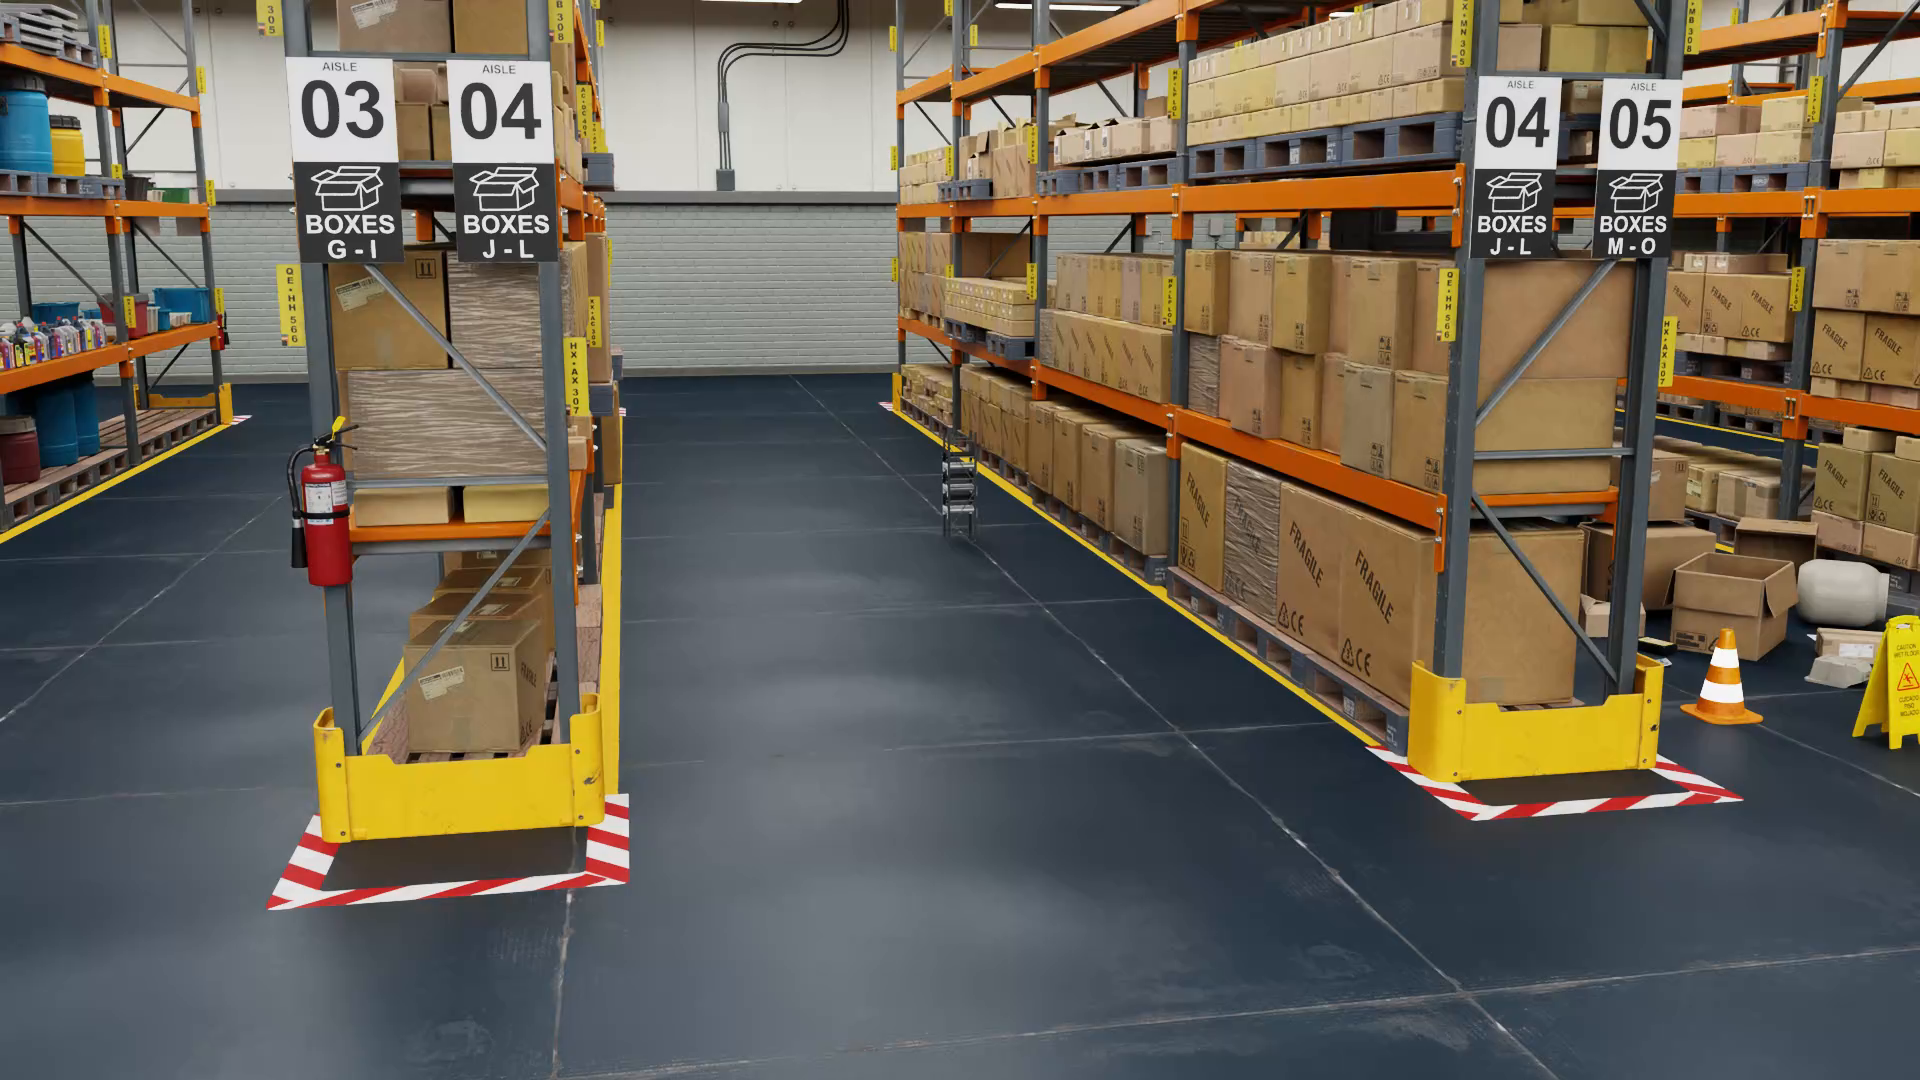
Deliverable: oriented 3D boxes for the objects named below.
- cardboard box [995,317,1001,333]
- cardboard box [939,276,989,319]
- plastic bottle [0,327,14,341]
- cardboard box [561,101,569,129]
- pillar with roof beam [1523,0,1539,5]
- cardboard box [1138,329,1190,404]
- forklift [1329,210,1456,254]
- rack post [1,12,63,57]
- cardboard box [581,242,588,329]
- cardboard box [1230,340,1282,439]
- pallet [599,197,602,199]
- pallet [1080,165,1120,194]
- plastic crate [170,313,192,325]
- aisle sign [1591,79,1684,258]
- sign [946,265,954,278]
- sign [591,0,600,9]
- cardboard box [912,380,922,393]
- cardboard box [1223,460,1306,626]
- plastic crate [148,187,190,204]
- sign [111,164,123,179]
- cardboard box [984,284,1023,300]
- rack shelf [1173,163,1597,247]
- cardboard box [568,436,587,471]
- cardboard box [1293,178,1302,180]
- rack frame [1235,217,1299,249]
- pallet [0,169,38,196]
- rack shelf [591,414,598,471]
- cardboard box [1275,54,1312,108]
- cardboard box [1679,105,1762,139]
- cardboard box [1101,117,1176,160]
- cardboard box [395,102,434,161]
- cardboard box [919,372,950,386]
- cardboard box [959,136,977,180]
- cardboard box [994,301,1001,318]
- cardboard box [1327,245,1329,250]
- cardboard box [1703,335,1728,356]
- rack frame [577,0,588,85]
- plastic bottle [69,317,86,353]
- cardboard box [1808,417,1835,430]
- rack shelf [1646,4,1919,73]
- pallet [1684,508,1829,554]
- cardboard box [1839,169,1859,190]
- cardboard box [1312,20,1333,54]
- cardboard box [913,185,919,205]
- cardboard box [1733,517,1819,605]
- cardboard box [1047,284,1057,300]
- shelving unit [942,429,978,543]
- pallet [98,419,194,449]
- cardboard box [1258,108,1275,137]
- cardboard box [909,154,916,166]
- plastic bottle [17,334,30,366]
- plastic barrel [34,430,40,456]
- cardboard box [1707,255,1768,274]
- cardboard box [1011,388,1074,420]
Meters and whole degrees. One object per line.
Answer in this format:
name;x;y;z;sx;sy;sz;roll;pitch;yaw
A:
cardboard box;0.549;-2.114;16.328;0.380;0.149;0.250;-2;11;-10
cardboard box;0.044;-2.872;19.699;0.500;0.500;0.500;-2;11;-11
plastic bottle;-9.283;-1.932;16.157;0.152;0.276;0.135;-2;11;-11
cardboard box;-2.306;-2.274;8.934;0.380;0.149;0.250;-2;11;-8
pillar with roof beam;5.478;-7.029;26.560;9.100;9.000;0.548;-2;11;-11
cardboard box;1.607;-1.266;12.057;0.500;0.500;0.500;-2;11;-11
forklift;3.734;-1.436;13.402;3.031;2.935;1.130;5;12;25
rack post;-8.810;-4.591;15.087;0.937;0.300;0.954;-1;11;-5
cardboard box;-2.458;-1.491;9.771;0.500;0.500;0.500;-2;11;-11
cardboard box;2.173;-0.934;10.179;0.875;0.550;0.550;-2;11;-11
pallet;-4.619;-4.017;18.992;1.003;0.211;1.213;-2;11;-11
pallet;1.591;-2.924;13.519;1.003;0.211;1.213;-2;11;-8
plastic crate;-9.770;-2.747;20.649;0.396;0.136;0.243;-2;11;-11
aisle sign;3.057;-1.672;7.506;0.394;0.787;0.004;-2;11;-11
sign;-0.116;-3.002;19.132;0.100;0.325;0.005;-2;11;-11
sign;-3.940;-5.903;17.933;0.100;0.325;0.005;-2;11;-11
cardboard box;-0.437;-2.033;22.062;0.380;0.149;0.250;-2;11;-9
cardboard box;2.204;-0.010;10.287;0.875;0.875;0.875;-2;11;-11
plastic crate;-9.634;-4.189;20.225;0.450;0.188;0.336;-2;11;-11
sign;-8.788;-3.754;17.349;0.100;0.325;0.005;-2;11;-11
cardboard box;0.454;-2.500;16.767;0.380;0.149;0.250;-2;11;-11
rack shelf;2.360;-1.884;9.474;1.077;0.370;4.000;-2;11;-11
cardboard box;-2.154;-0.451;8.718;0.380;0.149;0.250;-2;11;-11
cardboard box;4.718;-4.933;21.912;0.500;0.500;0.500;-2;11;-10
rack frame;4.473;-3.530;24.221;1.000;3.000;0.127;-2;11;-11
pallet;-8.603;-3.047;14.166;1.003;0.211;1.213;-2;11;-11
rack shelf;-3.303;-0.982;12.759;1.077;0.370;4.000;-2;11;-11
cardboard box;2.089;-2.554;9.288;0.500;0.250;0.500;-2;11;-10
cardboard box;6.349;-3.469;13.819;0.500;0.250;0.500;-2;11;-10
cardboard box;1.414;-3.129;12.941;0.500;0.311;0.500;-3;11;-13
cardboard box;-2.479;-1.714;7.060;0.500;0.250;0.500;-2;11;-10
cardboard box;-0.319;-2.081;21.516;0.380;0.149;0.250;-2;11;-10
cardboard box;0.381;-4.253;18.608;0.700;0.500;0.500;-2;11;-11
cardboard box;0.543;-2.264;16.325;0.380;0.149;0.250;-2;11;-10
cardboard box;4.888;-3.413;20.666;0.500;0.500;0.500;-2;11;-11
cardboard box;6.317;-1.591;13.584;0.380;0.149;0.250;-2;11;-12
rack frame;-3.692;-4.650;14.058;1.000;3.000;0.127;-2;11;-11
plastic bottle;-8.792;-2.041;16.530;0.144;0.351;0.185;-2;11;-11
cardboard box;10.293;-1.575;19.510;0.500;0.500;0.500;-3;11;-13
rack shelf;6.418;-4.093;14.129;1.077;0.370;4.000;-2;11;-11
pallet;6.654;-0.102;13.669;1.003;0.211;1.213;-2;11;-11
cardboard box;6.625;-2.613;12.050;0.380;0.149;0.250;-2;11;-12
cardboard box;2.104;-2.677;8.865;0.380;0.149;0.250;-2;11;-12
cardboard box;-0.315;-4.449;21.428;0.500;0.250;0.500;-2;11;-13
cardboard box;5.681;0.143;11.599;0.500;0.500;0.500;6;12;28
cardboard box;1.090;-2.524;16.892;0.380;0.149;0.250;-2;11;-8
shelving unit;-0.002;-0.444;13.620;0.258;0.900;0.210;-2;11;-11
pallet;-9.750;-1.244;19.667;1.003;0.211;1.213;-2;11;-11
cardboard box;1.958;-2.424;9.667;0.380;0.149;0.250;-2;11;-11
cardboard box;-0.464;-4.961;21.713;0.380;0.149;0.250;-2;11;-10
plastic bottle;-8.433;-1.710;14.968;0.061;0.283;0.133;-2;11;-11
plastic barrel;-9.079;-0.903;15.949;0.421;0.512;0.421;0;11;0
cardboard box;6.349;-2.252;13.584;0.380;0.149;0.250;-2;11;-13
cardboard box;0.803;-1.327;16.203;0.500;0.250;0.500;-2;11;-12
